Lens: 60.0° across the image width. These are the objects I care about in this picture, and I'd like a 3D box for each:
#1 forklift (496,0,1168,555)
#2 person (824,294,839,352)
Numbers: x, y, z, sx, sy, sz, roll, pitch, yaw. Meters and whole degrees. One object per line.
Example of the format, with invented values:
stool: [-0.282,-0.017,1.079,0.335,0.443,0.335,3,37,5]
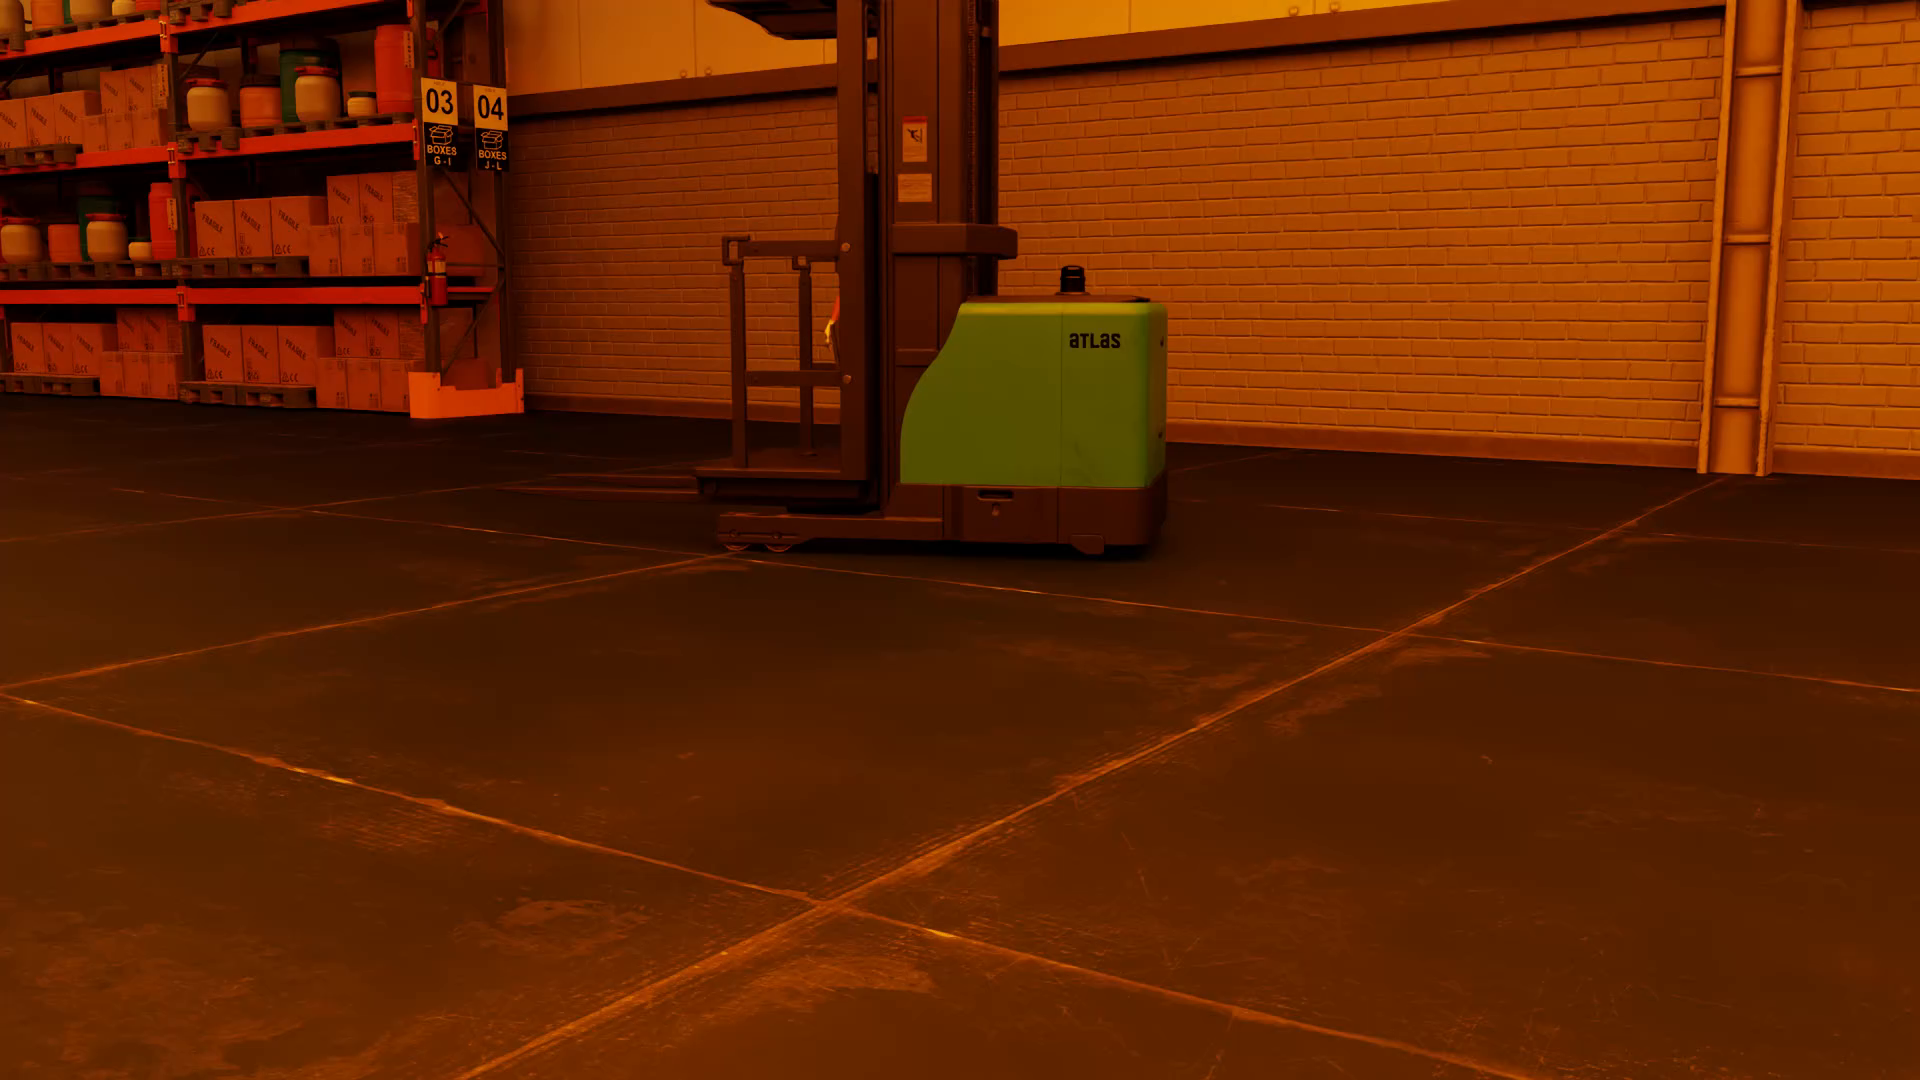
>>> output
forklift: [-0.596,-1.469,7.520,3.031,2.935,1.130,2,8,12]
person: [-0.515,-1.409,11.440,0.885,1.748,0.460,1,8,7]
